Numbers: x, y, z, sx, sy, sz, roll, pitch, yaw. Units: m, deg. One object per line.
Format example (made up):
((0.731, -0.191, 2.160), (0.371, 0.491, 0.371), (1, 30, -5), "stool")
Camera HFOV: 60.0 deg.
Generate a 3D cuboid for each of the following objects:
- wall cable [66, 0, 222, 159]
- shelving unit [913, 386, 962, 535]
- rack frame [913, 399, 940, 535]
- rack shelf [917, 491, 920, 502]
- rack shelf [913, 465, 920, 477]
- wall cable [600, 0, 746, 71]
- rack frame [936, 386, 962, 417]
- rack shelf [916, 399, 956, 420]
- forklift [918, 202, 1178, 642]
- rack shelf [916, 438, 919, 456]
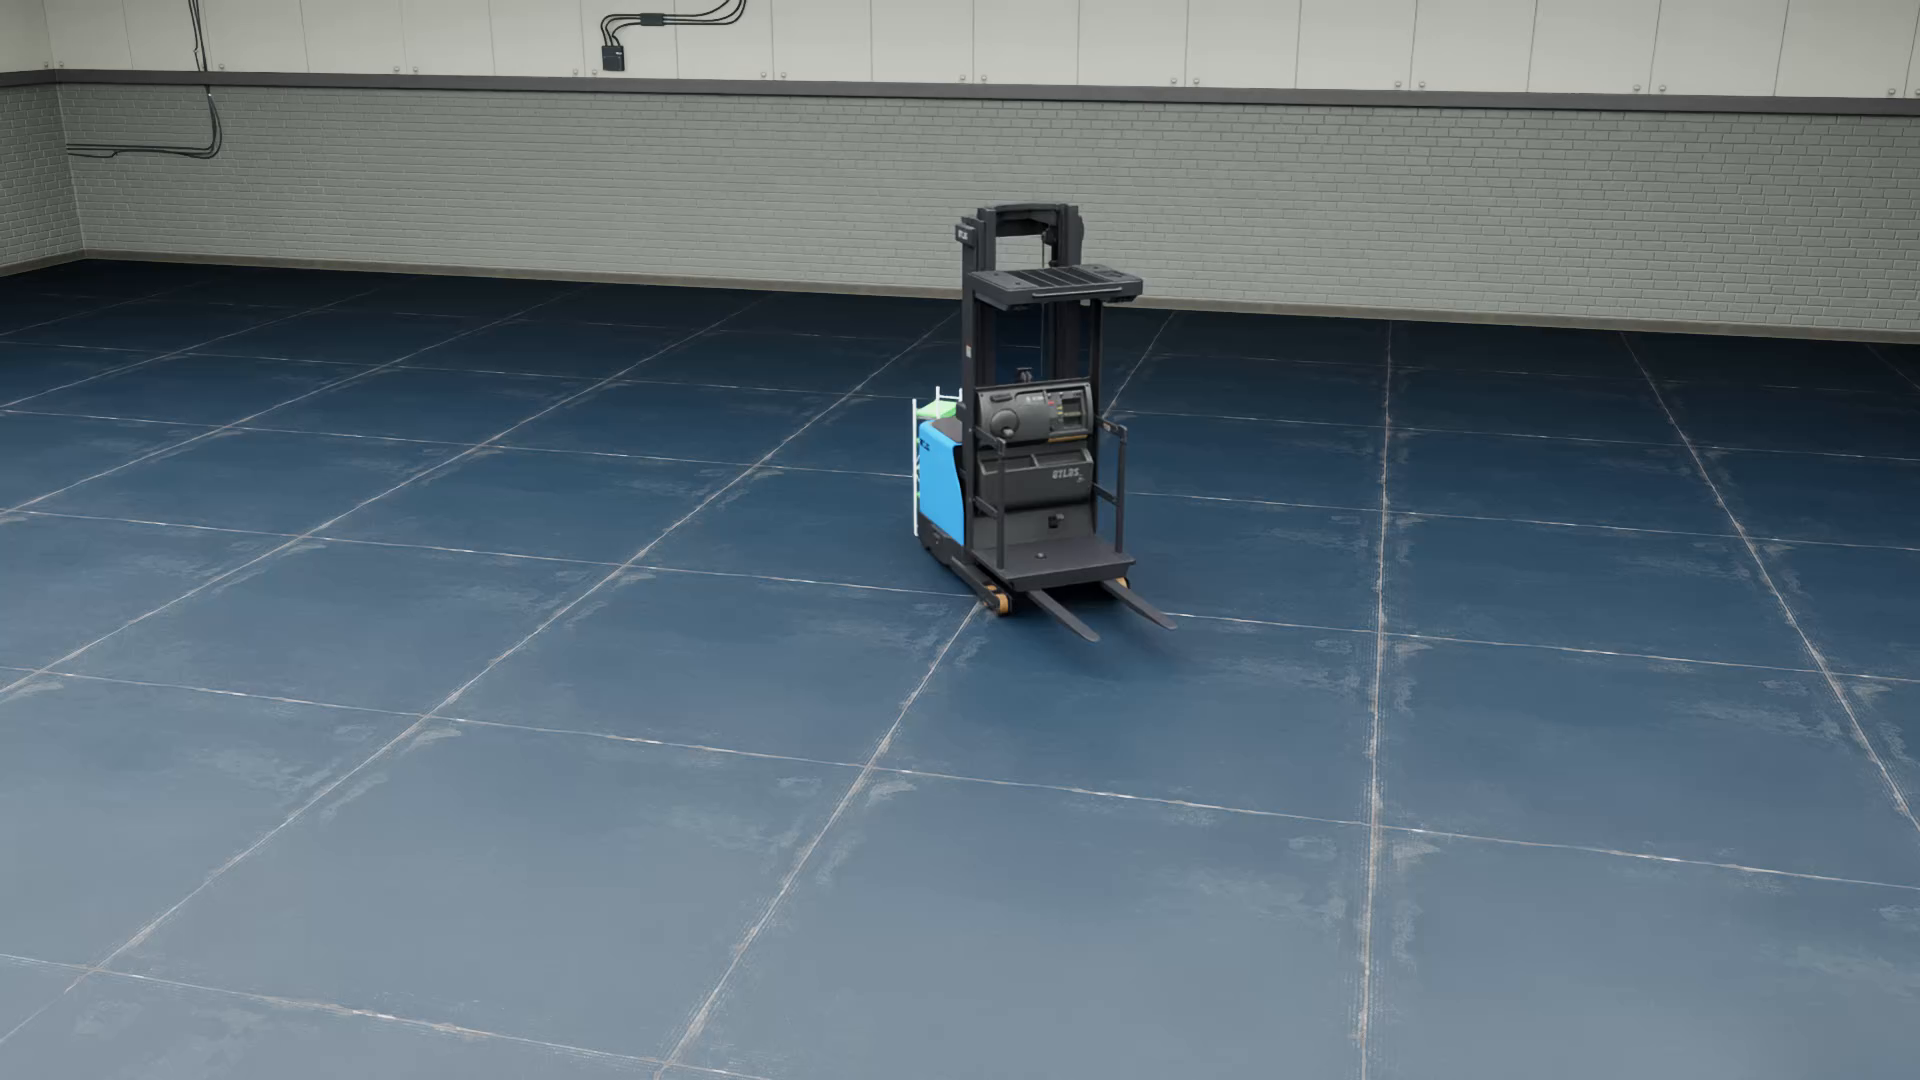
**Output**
((-13.393, -7.432, 26.830), (3.097, 2.526, 0.112), (5, 19, 13), "wall cable")
((-0.186, -0.671, 14.295), (0.258, 1.200, 0.503), (8, 20, 21), "shelving unit")
((-0.280, -0.598, 14.082), (0.240, 1.200, 0.015), (8, 20, 21), "rack frame")
((-0.186, -0.383, 14.393), (0.258, 0.148, 0.480), (8, 20, 21), "rack shelf")
((-0.186, -0.610, 14.315), (0.258, 0.148, 0.480), (8, 20, 21), "rack shelf")
((-4.191, -9.757, 23.568), (2.305, 6.003, 0.169), (5, 19, 13), "wall cable")
((-0.092, -0.743, 14.508), (0.240, 1.200, 0.015), (8, 20, 21), "rack frame")
((-0.186, -1.064, 14.160), (0.258, 0.148, 0.480), (8, 20, 21), "rack shelf")
((0.662, -0.973, 12.501), (1.130, 2.935, 3.031), (-7, 20, -20), "forklift")
((-0.186, -0.837, 14.238), (0.258, 0.148, 0.480), (8, 20, 21), "rack shelf")
